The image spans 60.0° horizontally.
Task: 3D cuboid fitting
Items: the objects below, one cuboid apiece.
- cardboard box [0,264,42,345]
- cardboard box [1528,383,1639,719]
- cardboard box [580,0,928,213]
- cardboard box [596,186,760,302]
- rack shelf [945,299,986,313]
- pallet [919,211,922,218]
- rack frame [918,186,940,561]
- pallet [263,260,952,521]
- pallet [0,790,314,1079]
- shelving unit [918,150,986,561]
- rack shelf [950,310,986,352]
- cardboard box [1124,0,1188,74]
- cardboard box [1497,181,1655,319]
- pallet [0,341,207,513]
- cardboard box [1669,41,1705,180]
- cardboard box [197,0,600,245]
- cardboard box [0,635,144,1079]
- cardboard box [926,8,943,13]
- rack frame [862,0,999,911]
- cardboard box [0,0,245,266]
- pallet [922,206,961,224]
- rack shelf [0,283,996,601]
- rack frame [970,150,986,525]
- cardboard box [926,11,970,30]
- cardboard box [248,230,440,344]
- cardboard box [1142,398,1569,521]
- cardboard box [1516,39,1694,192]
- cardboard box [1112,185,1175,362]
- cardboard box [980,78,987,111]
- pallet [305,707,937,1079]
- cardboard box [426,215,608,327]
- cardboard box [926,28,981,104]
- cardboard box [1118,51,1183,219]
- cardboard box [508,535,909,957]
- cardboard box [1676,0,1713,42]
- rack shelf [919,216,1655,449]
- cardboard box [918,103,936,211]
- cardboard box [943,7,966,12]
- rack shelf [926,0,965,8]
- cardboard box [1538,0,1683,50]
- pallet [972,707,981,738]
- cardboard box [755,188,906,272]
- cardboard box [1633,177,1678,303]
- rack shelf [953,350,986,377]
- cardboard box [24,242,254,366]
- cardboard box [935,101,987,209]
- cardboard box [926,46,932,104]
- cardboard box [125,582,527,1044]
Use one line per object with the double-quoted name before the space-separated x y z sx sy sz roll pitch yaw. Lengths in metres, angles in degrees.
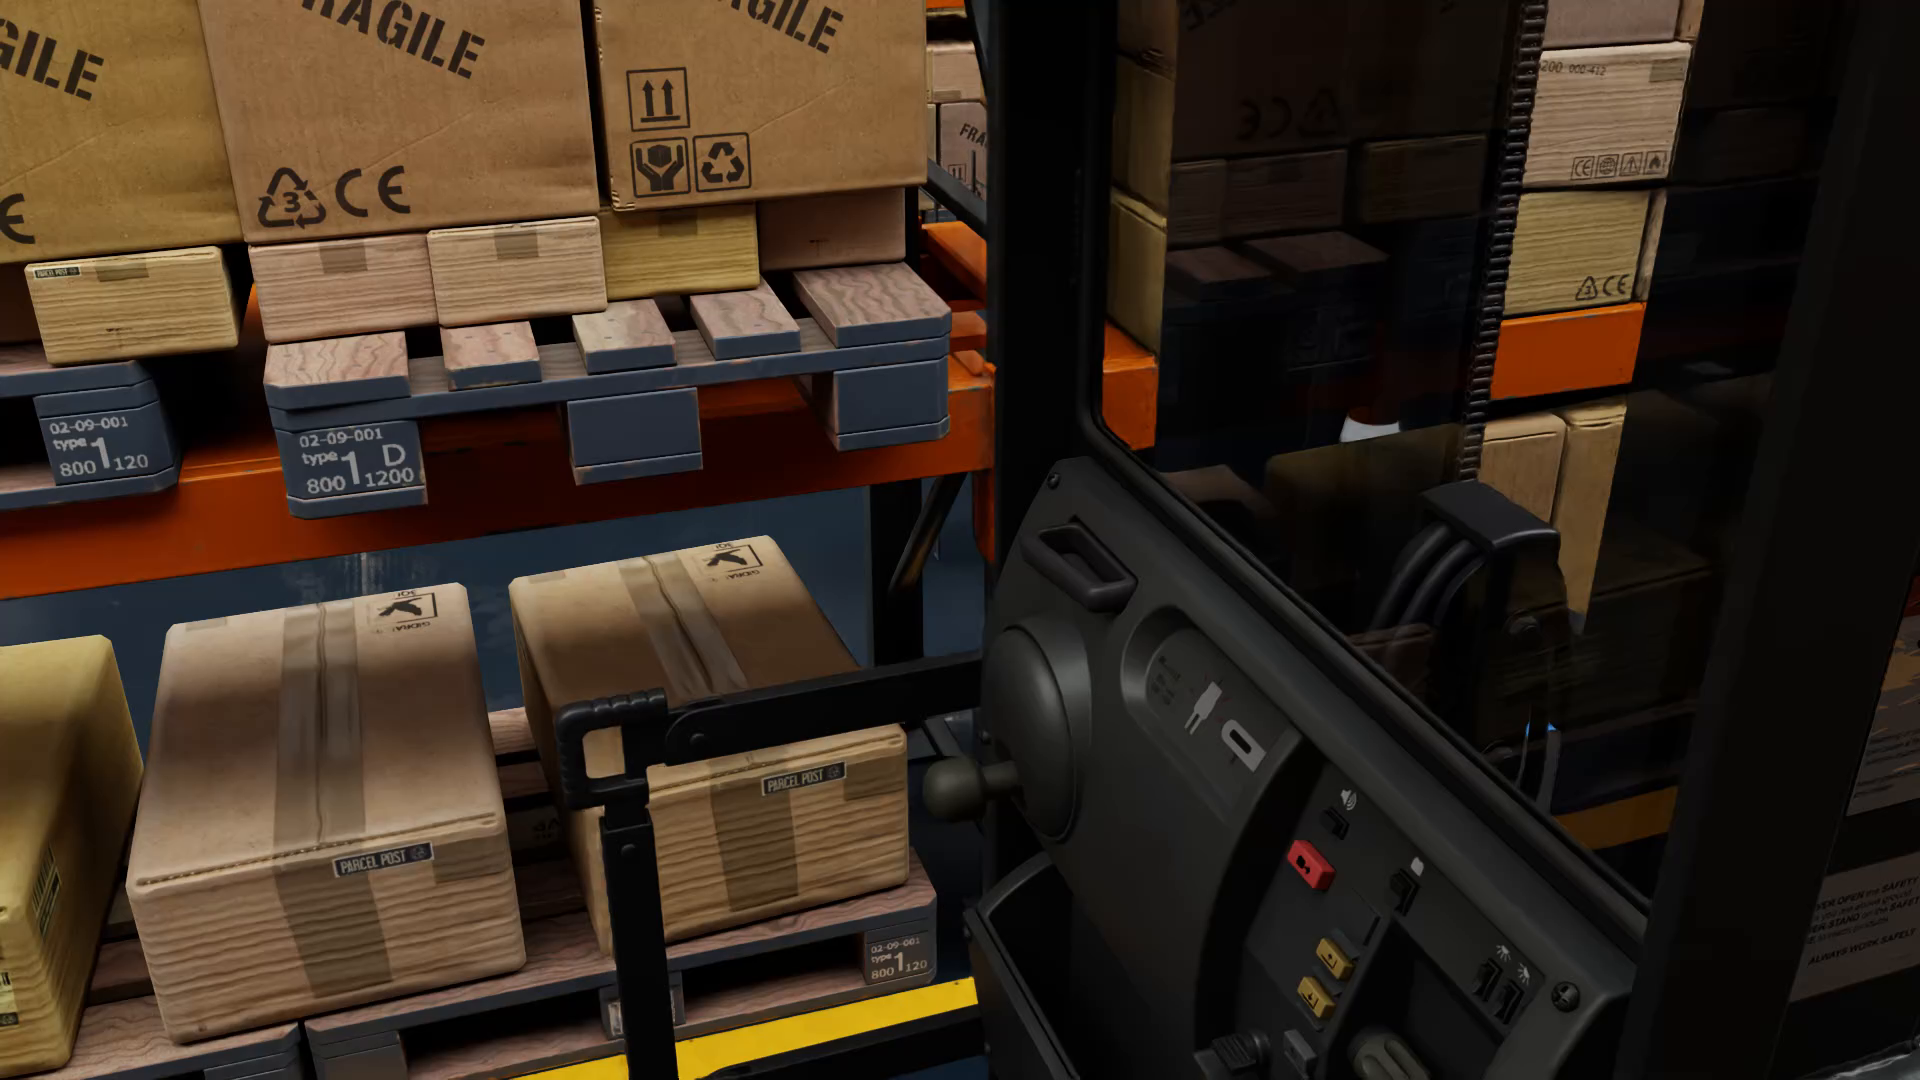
"cardboard box" -1.497 -0.424 2.540 0.250 0.149 0.380 -8 28 -16
"cardboard box" 1.509 -0.088 3.970 0.875 0.875 0.875 -8 27 -15
"cardboard box" -0.369 -0.856 2.682 0.500 0.500 0.500 -9 28 -18
"cardboard box" -0.494 -0.534 2.762 0.250 0.149 0.380 -8 27 -15
"rack shelf" -0.014 -0.711 4.892 0.180 0.103 0.258 -8 28 -16
"pallet" -0.909 -1.607 8.250 1.213 0.211 1.003 -8 28 -16
"rack frame" -0.101 -0.523 4.954 0.006 1.200 0.240 -8 28 -16
"pallet" -0.668 -0.441 2.981 1.003 0.211 1.213 -8 28 -16
"pallet" -1.925 0.852 3.296 1.213 0.211 1.003 -8 28 -16
"shelving unit" -0.014 -0.535 4.979 0.189 1.200 0.258 -8 28 -16
"rack shelf" -0.014 -0.603 4.946 0.180 0.103 0.258 -8 28 -16
"cardboard box" 0.522 -1.127 2.911 0.500 0.500 0.500 -9 28 -18
"cardboard box" 1.003 -0.642 3.339 0.500 0.250 0.500 -9 28 -18
"pallet" -1.893 -0.294 2.685 1.213 0.211 1.003 -8 28 -16
"cardboard box" 1.505 -0.926 3.349 0.500 0.250 0.500 -8 28 -16
"cardboard box" -0.857 -0.780 2.529 0.500 0.500 0.500 -9 28 -17
"cardboard box" -1.985 0.599 3.152 0.625 0.372 0.950 -7 27 -14
"cardboard box" -0.740 -4.427 12.712 0.875 0.875 1.225 -9 28 -18
"rack frame" -0.023 -0.670 3.227 0.127 3.000 1.000 -8 28 -16
"cardboard box" -1.337 -0.710 2.388 0.500 0.500 0.500 -10 28 -20
"pallet" 0.249 -1.774 8.585 1.213 0.211 1.003 -8 28 -16
"rack shelf" -1.925 -0.073 2.832 4.000 0.370 1.077 -8 28 -16
"rack frame" 0.073 -0.548 5.005 0.006 1.200 0.240 -8 28 -16
"cardboard box" -0.118 -2.496 8.400 0.500 0.250 0.500 -8 27 -15
"cardboard box" -0.962 -0.449 2.591 0.250 0.149 0.380 -10 28 -19
"cardboard box" 0.659 0.033 3.726 0.875 0.875 0.875 -8 28 -17
"cardboard box" 1.027 -0.863 3.221 0.500 0.250 0.500 -8 27 -15
"cardboard box" 0.520 -0.564 3.181 0.500 0.250 0.500 -9 28 -17
"cardboard box" 0.359 -1.001 3.500 0.500 0.250 0.500 -8 28 -16
"pallet" -0.767 0.686 3.631 1.213 0.211 1.003 -8 28 -16
"cardboard box" -0.720 -0.480 2.654 0.250 0.149 0.380 -8 28 -17
"cardboard box" 0.035 -2.279 7.962 0.500 0.250 0.500 -8 28 -16
"cardboard box" 0.535 -0.792 3.079 0.500 0.250 0.500 -8 28 -16
"cardboard box" -0.563 0.392 3.569 0.625 0.372 0.950 -10 28 -20
"cardboard box" 1.487 -1.264 3.187 0.500 0.500 0.500 -7 27 -15
"rack shelf" 1.879 -0.623 3.941 4.000 0.370 1.077 -8 28 -16
"cardboard box" -0.423 -1.878 7.998 0.500 0.500 0.500 -8 27 -15
"cardboard box" 0.109 -4.551 12.961 0.875 0.875 1.225 -8 28 -16
"rack shelf" 0.250 -2.702 8.129 4.000 0.370 1.077 -8 28 -16
"cardboard box" 0.990 -1.200 3.056 0.500 0.500 0.500 -8 28 -16
"pallet" 0.750 0.502 4.001 1.213 0.211 1.003 -8 28 -16
"cardboard box" -0.262 -0.601 2.898 0.250 0.149 0.380 -7 27 -14
"cardboard box" 1.504 -0.712 3.479 0.500 0.250 0.500 -7 27 -14
"rack shelf" -0.014 -0.496 4.999 0.180 0.103 0.258 -8 28 -16
"cardboard box" -1.219 -0.405 2.502 0.250 0.149 0.380 -8 27 -15
"cardboard box" 0.063 -1.951 8.144 0.500 0.500 0.500 -9 28 -17
"cardboard box" -0.439 -2.216 7.836 0.500 0.250 0.500 -9 28 -17
"cardboard box" -1.263 0.497 3.358 0.625 0.372 0.950 -9 28 -17
